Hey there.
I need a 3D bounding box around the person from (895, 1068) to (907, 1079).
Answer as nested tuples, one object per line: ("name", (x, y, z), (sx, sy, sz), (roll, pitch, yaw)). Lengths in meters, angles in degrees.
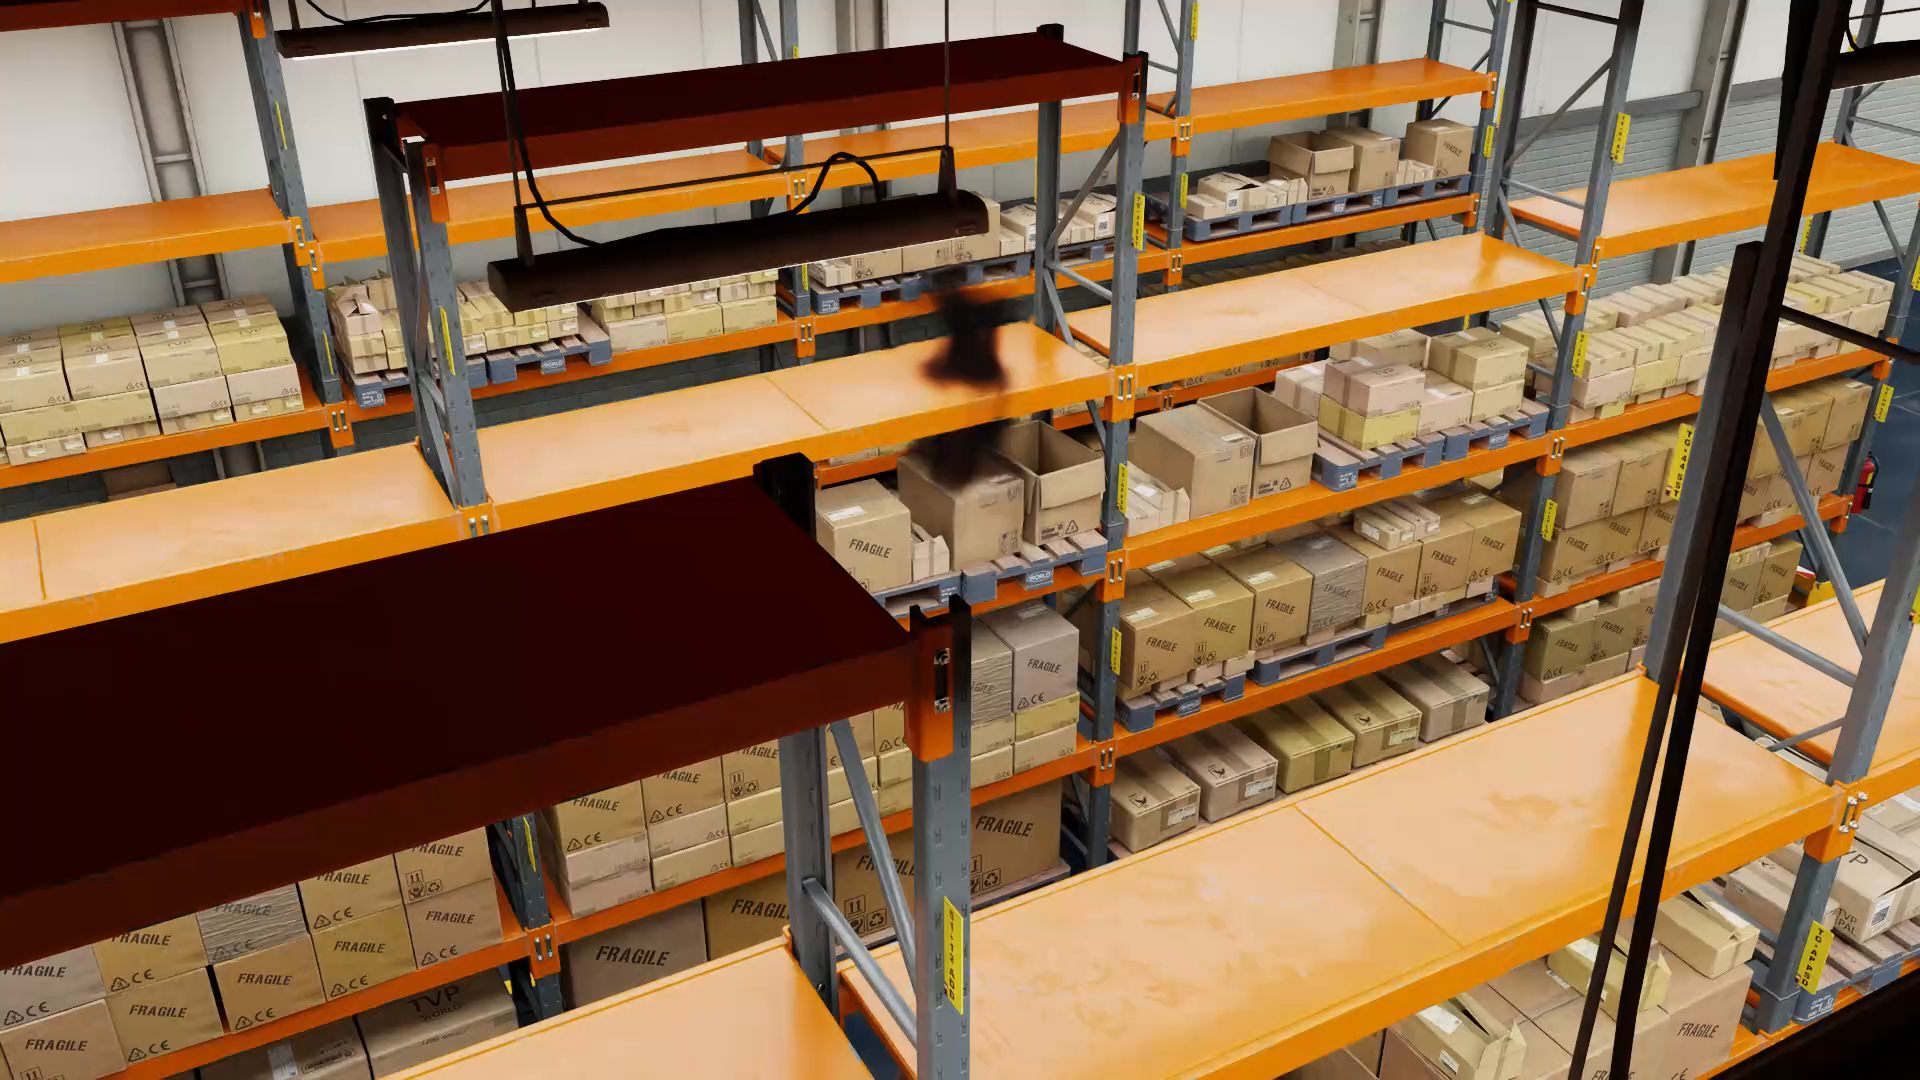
("person", (-0.129, 2.992, 9.667), (0.539, 1.634, 0.737), (-5, 28, -10))
